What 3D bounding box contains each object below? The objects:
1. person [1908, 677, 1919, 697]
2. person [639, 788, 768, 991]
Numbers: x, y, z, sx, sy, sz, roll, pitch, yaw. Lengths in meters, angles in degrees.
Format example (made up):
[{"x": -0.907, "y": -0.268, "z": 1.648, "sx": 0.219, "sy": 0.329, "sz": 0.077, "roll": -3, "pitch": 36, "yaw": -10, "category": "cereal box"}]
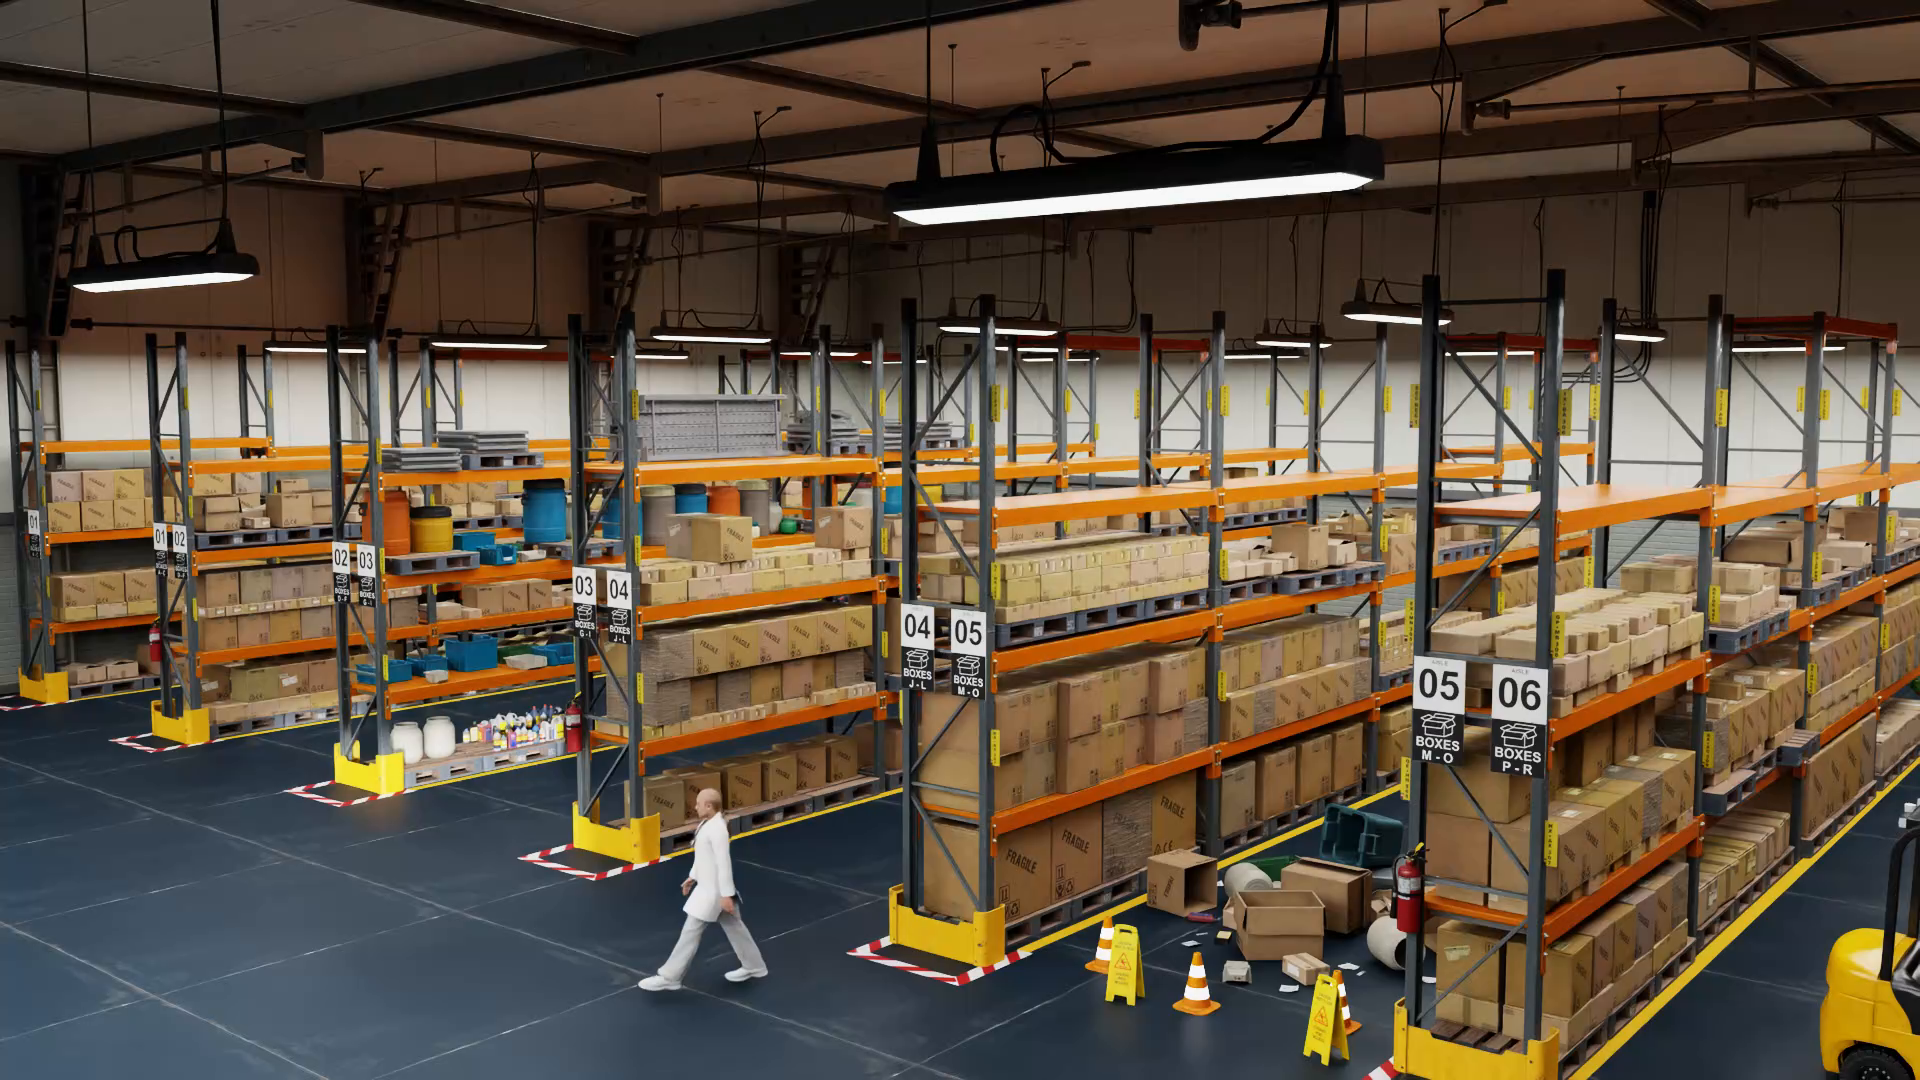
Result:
[{"x": 15.042, "y": 1.898, "z": 26.641, "sx": 0.496, "sy": 1.736, "sz": 1.092, "roll": -4, "pitch": 7, "yaw": -39, "category": "person"}, {"x": -2.213, "y": 2.994, "z": 14.348, "sx": 1.098, "sy": 1.725, "sz": 0.621, "roll": -1, "pitch": 5, "yaw": -7, "category": "person"}]
